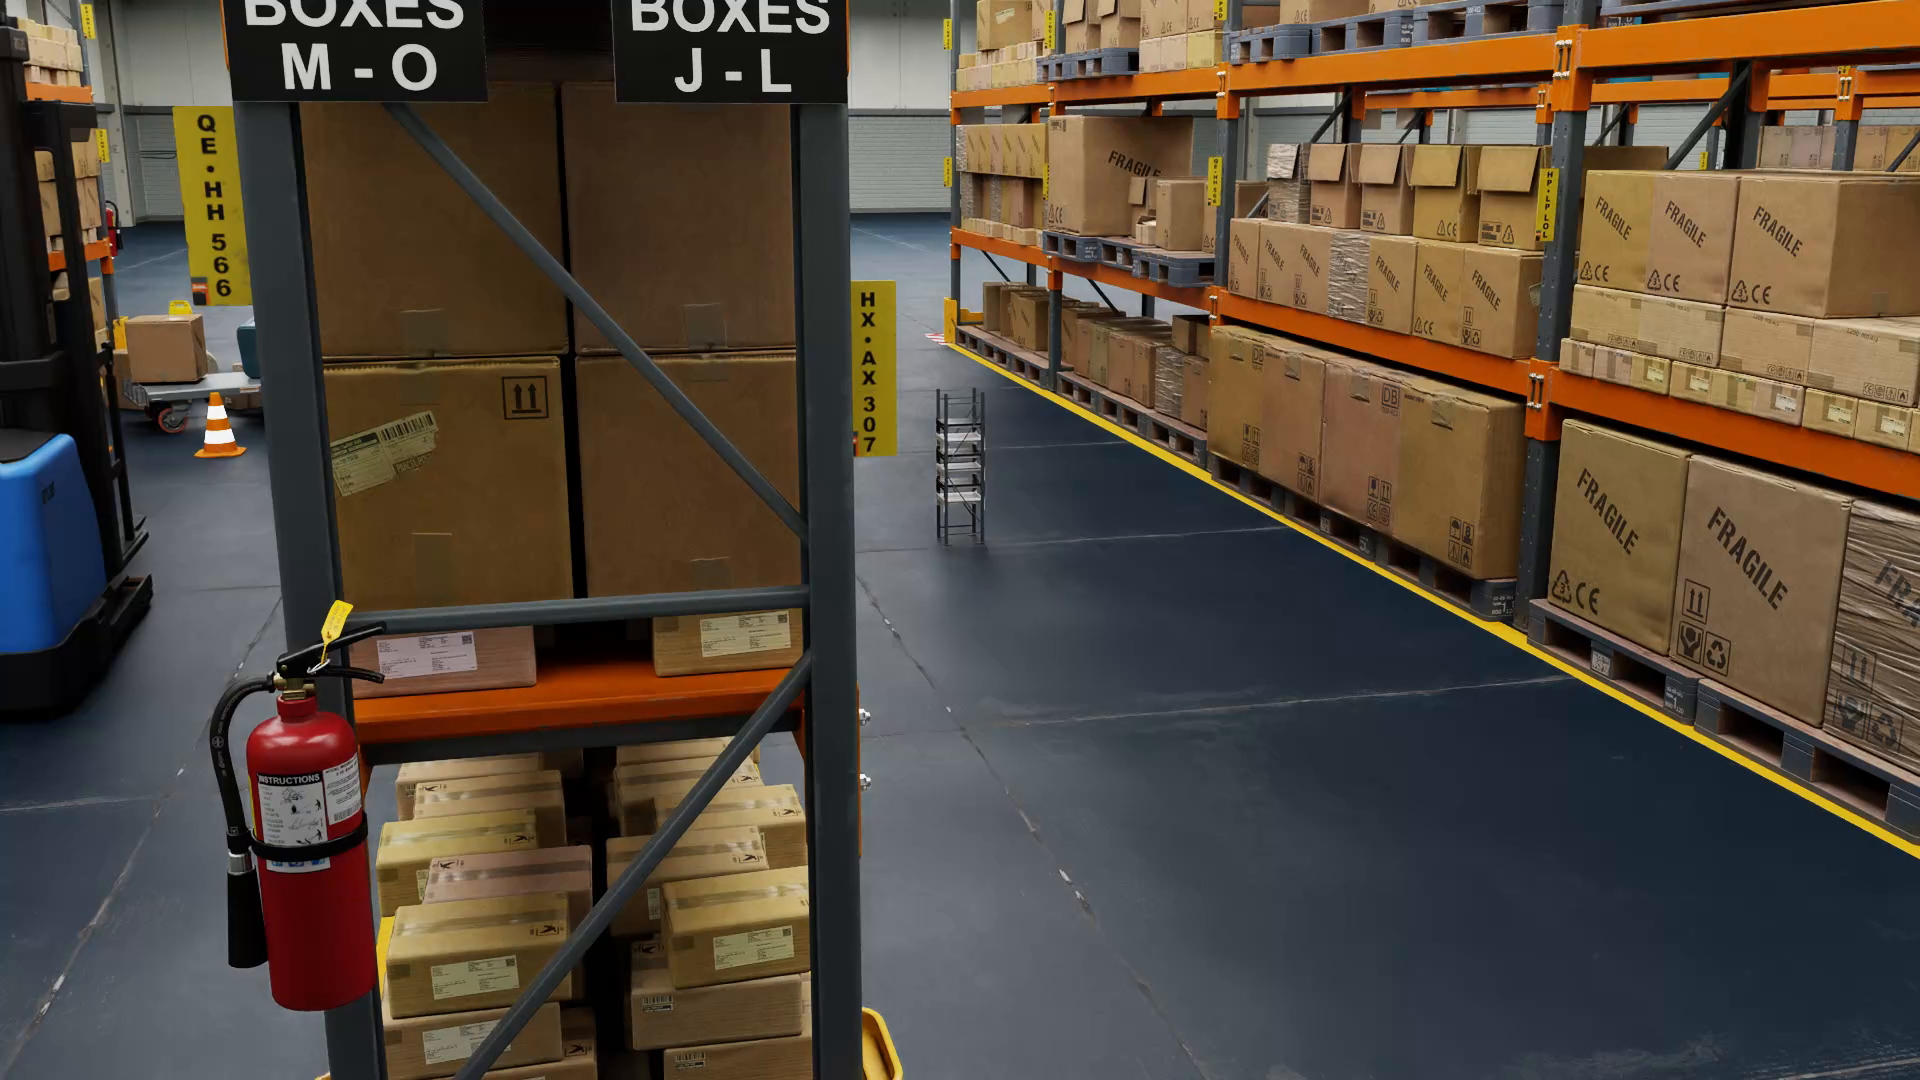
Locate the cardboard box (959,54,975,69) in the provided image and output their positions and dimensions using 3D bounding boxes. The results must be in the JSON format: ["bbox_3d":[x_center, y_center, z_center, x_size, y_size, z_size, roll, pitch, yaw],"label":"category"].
[{"bbox_3d":[0.200,-5.244,18.228,0.380,0.149,0.250,-3,14,-12],"label":"cardboard box"}]

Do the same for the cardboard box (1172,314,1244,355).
[{"bbox_3d":[1.951,-1.601,12.919,0.500,0.250,0.500,-2,14,-7],"label":"cardboard box"}]

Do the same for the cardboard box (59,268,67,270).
[{"bbox_3d":[-8.591,-2.494,15.777,0.380,0.149,0.250,-3,14,-12],"label":"cardboard box"}]

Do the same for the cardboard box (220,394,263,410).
[{"bbox_3d":[-6.405,-1.312,14.739,0.396,0.266,0.258,10,17,35],"label":"cardboard box"}]

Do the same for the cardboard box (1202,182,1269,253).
[{"bbox_3d":[2.106,-2.337,12.079,0.500,0.500,0.500,-5,15,-20],"label":"cardboard box"}]

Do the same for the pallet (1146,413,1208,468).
[{"bbox_3d":[2.090,-0.788,12.709,1.003,0.211,1.213,-3,14,-13],"label":"pallet"}]

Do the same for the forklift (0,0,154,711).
[{"bbox_3d":[-4.601,-0.983,7.777,1.130,2.935,3.031,-4,14,-16],"label":"forklift"}]

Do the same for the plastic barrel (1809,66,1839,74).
[{"bbox_3d":[7.104,-4.141,13.179,0.600,0.901,0.600,0,14,0],"label":"plastic barrel"}]

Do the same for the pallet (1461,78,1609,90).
[{"bbox_3d":[5.882,-4.688,16.872,1.213,0.211,1.003,-3,14,-13],"label":"pallet"}]

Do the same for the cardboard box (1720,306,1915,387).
[{"bbox_3d":[3.306,-0.754,6.383,0.500,0.250,0.500,-3,14,-12],"label":"cardboard box"}]

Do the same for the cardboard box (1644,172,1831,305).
[{"bbox_3d":[3.183,-1.237,6.779,0.500,0.500,0.500,-3,14,-13],"label":"cardboard box"}]

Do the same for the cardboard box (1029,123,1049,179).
[{"bbox_3d":[0.959,-3.653,15.613,0.500,0.500,0.500,-3,14,-13],"label":"cardboard box"}]

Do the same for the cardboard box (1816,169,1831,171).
[{"bbox_3d":[10.266,-4.266,19.490,0.380,0.149,0.250,-3,14,-13],"label":"cardboard box"}]

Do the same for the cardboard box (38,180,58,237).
[{"bbox_3d":[-8.517,-2.990,15.006,0.500,0.500,0.500,-3,14,-13],"label":"cardboard box"}]

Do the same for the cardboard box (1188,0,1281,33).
[{"bbox_3d":[1.917,-3.807,11.606,0.500,0.500,0.500,-3,14,-12],"label":"cardboard box"}]

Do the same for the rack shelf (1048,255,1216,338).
[{"bbox_3d":[1.802,-2.074,13.613,1.077,0.370,4.000,-3,14,-13],"label":"rack shelf"}]

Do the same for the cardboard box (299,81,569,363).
[{"bbox_3d":[-1.043,-0.634,3.259,0.500,0.500,0.500,-4,14,-14],"label":"cardboard box"}]

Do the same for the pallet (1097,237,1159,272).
[{"bbox_3d":[1.767,-2.324,13.522,1.003,0.211,1.213,-3,14,-13],"label":"pallet"}]

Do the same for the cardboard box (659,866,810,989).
[{"bbox_3d":[-0.487,0.888,3.839,0.380,0.149,0.250,-4,14,-16],"label":"cardboard box"}]

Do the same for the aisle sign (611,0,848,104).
[{"bbox_3d":[-0.386,-1.127,2.740,0.394,0.787,0.004,-3,14,-13],"label":"aisle sign"}]

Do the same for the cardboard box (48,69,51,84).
[{"bbox_3d":[-8.770,-4.343,15.593,0.380,0.149,0.250,-3,14,-13],"label":"cardboard box"}]

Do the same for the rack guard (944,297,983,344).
[{"bbox_3d":[0.411,-2.576,19.418,1.175,0.500,0.348,-3,14,-13],"label":"rack guard"}]

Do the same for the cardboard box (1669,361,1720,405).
[{"bbox_3d":[3.145,-0.649,6.792,0.380,0.149,0.250,-4,14,-15],"label":"cardboard box"}]

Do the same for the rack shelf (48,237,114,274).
[{"bbox_3d":[-8.770,-2.445,15.129,1.077,0.370,4.000,-3,14,-13],"label":"rack shelf"}]

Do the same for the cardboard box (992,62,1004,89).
[{"bbox_3d":[0.622,-4.714,16.897,0.500,0.250,0.500,-3,14,-12],"label":"cardboard box"}]

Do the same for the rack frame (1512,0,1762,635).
[{"bbox_3d":[3.211,-1.040,7.862,1.000,3.000,0.127,-3,14,-13],"label":"rack frame"}]

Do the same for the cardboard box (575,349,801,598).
[{"bbox_3d":[-0.531,-0.176,3.489,0.500,0.500,0.500,-3,14,-11],"label":"cardboard box"}]

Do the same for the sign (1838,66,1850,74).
[{"bbox_3d":[6.553,-3.613,12.294,0.100,0.325,0.005,-3,14,-13],"label":"sign"}]

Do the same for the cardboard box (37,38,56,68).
[{"bbox_3d":[-8.614,-4.446,15.173,0.500,0.250,0.500,-3,14,-12],"label":"cardboard box"}]

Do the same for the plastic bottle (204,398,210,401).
[{"bbox_3d":[-6.780,-1.308,15.151,0.133,0.061,0.283,-1,14,-3],"label":"plastic bottle"}]

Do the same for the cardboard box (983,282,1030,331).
[{"bbox_3d":[0.523,-2.653,18.847,0.500,0.500,0.500,-1,14,-3],"label":"cardboard box"}]

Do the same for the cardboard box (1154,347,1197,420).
[{"bbox_3d":[1.952,-1.243,13.033,0.700,0.500,0.500,-5,14,-18],"label":"cardboard box"}]

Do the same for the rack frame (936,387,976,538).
[{"bbox_3d":[-0.022,-0.459,9.909,0.240,0.900,0.006,-3,14,-13],"label":"rack frame"}]

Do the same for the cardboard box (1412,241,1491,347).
[{"bbox_3d":[2.727,-1.295,8.699,0.500,0.500,0.500,-3,14,-11],"label":"cardboard box"}]

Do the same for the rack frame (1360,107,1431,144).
[{"bbox_3d":[5.207,-4.084,20.324,1.000,3.000,0.127,-3,14,-13],"label":"rack frame"}]

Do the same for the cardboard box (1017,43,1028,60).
[{"bbox_3d":[0.768,-4.704,16.017,0.380,0.149,0.250,-4,14,-15],"label":"cardboard box"}]

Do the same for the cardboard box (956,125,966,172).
[{"bbox_3d":[0.257,-4.345,18.446,0.500,0.500,0.500,-3,14,-13],"label":"cardboard box"}]

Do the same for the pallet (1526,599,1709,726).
[{"bbox_3d":[3.314,0.495,7.458,1.003,0.211,1.213,-3,14,-13],"label":"pallet"}]

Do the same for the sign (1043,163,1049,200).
[{"bbox_3d":[0.807,-3.274,15.183,0.100,0.325,0.005,-3,14,-13],"label":"sign"}]

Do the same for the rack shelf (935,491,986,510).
[{"bbox_3d":[0.002,-0.228,9.863,0.258,0.077,0.200,-3,14,-13],"label":"rack shelf"}]

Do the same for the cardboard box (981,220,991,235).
[{"bbox_3d":[0.443,-3.375,17.951,0.380,0.149,0.250,-3,14,-13],"label":"cardboard box"}]

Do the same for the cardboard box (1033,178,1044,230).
[{"bbox_3d":[1.204,-3.303,16.289,0.875,0.500,0.500,-3,14,-13],"label":"cardboard box"}]

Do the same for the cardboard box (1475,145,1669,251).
[{"bbox_3d":[3.053,-1.722,8.333,0.797,0.503,0.637,-4,14,-15],"label":"cardboard box"}]

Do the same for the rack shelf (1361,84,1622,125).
[{"bbox_3d":[5.677,-4.730,18.164,1.077,0.370,4.000,-3,14,-13],"label":"rack shelf"}]

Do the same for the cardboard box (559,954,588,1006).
[{"bbox_3d":[-1.158,1.088,4.276,0.380,0.149,0.250,-3,14,-13],"label":"cardboard box"}]

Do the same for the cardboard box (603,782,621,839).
[{"bbox_3d":[-0.830,0.798,4.834,0.380,0.149,0.250,-4,14,-16],"label":"cardboard box"}]

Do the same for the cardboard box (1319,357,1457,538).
[{"bbox_3d":[2.831,-0.564,9.508,1.225,0.875,0.875,-4,14,-15],"label":"cardboard box"}]

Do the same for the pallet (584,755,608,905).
[{"bbox_3d":[-1.151,1.003,5.377,1.003,0.211,1.213,-3,14,-13],"label":"pallet"}]

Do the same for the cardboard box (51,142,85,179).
[{"bbox_3d":[-8.576,-3.600,15.397,0.700,0.500,0.500,-3,14,-14],"label":"cardboard box"}]

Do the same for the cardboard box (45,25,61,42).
[{"bbox_3d":[-8.772,-4.797,15.771,0.380,0.149,0.250,-3,14,-14],"label":"cardboard box"}]

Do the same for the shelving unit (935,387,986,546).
[{"bbox_3d":[0.002,-0.435,9.813,0.258,0.900,0.210,-3,14,-13],"label":"shelving unit"}]

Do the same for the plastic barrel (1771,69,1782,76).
[{"bbox_3d":[6.561,-3.909,13.577,0.301,0.262,0.301,0,14,0],"label":"plastic barrel"}]

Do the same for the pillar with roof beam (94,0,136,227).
[{"bbox_3d":[-17.637,-12.842,43.532,9.100,9.000,0.400,-3,14,-13],"label":"pillar with roof beam"}]

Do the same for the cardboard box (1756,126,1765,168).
[{"bbox_3d":[10.133,-4.917,20.791,0.700,0.500,0.500,-3,14,-13],"label":"cardboard box"}]

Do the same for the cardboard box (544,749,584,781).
[{"bbox_3d":[-1.323,0.617,4.949,0.380,0.149,0.250,-4,14,-15],"label":"cardboard box"}]

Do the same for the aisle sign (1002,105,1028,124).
[{"bbox_3d":[0.670,-5.102,19.012,0.394,0.787,0.004,-3,14,-13],"label":"aisle sign"}]
